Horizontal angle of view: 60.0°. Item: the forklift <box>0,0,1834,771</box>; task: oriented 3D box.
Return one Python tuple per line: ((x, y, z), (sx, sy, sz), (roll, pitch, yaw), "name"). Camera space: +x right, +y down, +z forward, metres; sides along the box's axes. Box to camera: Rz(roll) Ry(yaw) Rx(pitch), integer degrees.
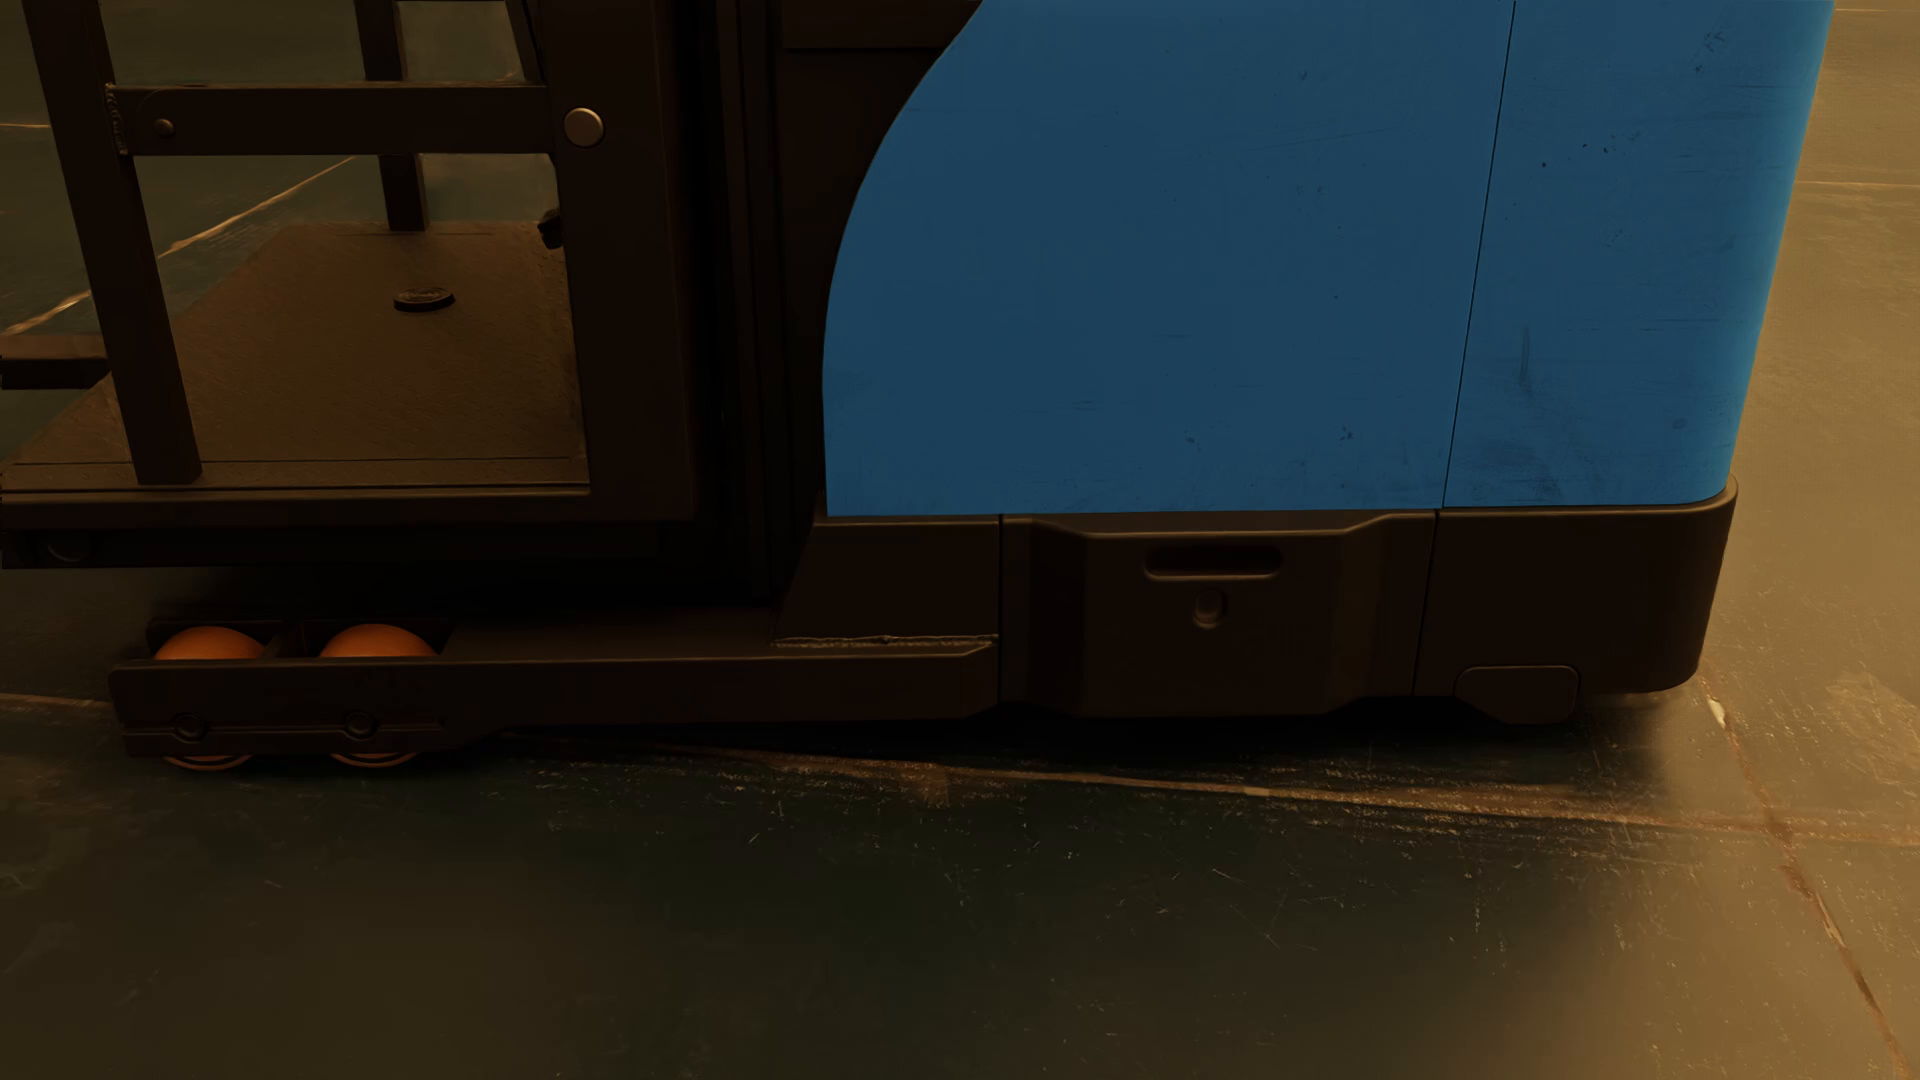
((-0.617, -1.280, 1.783), (3.031, 2.935, 1.130), (-1, 27, -2), "forklift")
